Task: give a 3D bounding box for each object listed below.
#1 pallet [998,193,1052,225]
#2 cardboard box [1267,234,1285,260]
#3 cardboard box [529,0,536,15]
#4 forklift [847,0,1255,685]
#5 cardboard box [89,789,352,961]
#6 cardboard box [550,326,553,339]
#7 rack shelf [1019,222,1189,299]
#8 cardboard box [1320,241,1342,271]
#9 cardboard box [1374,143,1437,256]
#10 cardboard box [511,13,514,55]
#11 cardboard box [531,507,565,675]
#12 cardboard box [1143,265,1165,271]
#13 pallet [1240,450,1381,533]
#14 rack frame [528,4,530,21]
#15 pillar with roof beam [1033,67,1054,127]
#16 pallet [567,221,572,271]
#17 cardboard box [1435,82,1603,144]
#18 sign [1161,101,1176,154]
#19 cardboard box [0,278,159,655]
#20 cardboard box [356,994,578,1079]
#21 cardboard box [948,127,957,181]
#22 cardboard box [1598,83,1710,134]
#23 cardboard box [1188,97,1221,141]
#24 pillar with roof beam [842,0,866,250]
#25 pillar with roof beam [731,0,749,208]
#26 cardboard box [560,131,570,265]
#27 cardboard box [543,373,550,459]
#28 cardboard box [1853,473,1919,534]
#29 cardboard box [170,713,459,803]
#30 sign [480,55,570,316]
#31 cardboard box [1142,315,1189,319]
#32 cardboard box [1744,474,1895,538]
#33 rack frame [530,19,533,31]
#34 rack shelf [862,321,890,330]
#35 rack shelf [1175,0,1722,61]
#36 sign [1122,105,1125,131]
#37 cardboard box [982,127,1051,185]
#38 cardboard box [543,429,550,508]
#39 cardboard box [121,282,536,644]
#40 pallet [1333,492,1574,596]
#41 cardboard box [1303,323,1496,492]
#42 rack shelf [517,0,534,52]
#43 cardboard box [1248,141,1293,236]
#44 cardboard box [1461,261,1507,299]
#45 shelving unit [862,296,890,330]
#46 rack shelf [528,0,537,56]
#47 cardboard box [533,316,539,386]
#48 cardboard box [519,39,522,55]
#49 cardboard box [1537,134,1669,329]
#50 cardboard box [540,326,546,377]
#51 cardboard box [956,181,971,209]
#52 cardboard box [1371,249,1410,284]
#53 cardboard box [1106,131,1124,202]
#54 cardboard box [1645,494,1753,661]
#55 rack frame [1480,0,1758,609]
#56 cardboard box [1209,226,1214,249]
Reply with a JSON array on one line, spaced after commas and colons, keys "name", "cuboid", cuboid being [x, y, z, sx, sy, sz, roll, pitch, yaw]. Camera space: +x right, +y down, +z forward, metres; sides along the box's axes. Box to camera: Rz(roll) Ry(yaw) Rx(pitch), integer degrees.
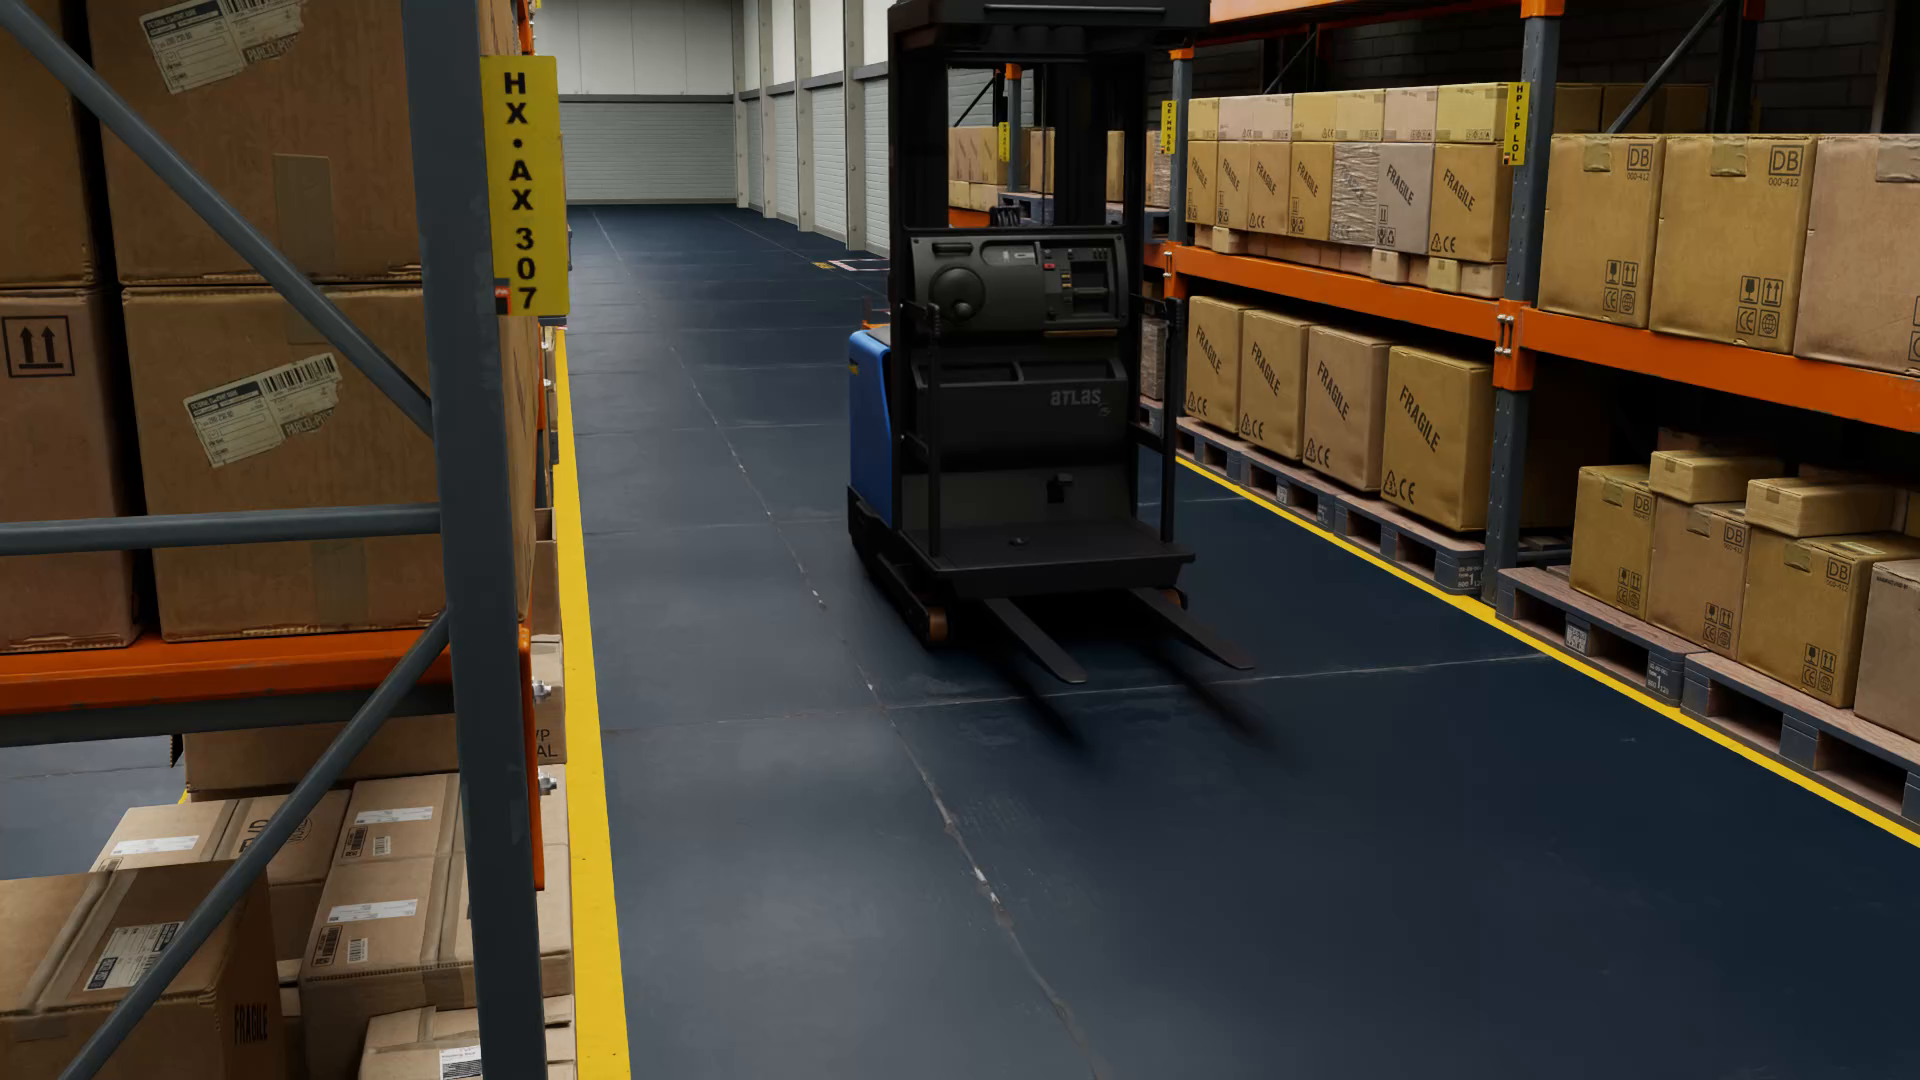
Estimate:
[{"name": "pallet", "cuboid": [0.948, -2.767, 13.838, 1.003, 0.211, 1.213, -3, 14, -13]}, {"name": "cardboard box", "cuboid": [1.981, -1.686, 9.494, 0.380, 0.149, 0.250, -3, 14, -12]}, {"name": "cardboard box", "cuboid": [-4.186, -4.997, 15.249, 0.500, 0.311, 0.500, -2, 14, -7]}, {"name": "forklift", "cuboid": [0.309, -1.098, 6.747, 1.130, 2.935, 3.031, -4, 14, -14]}, {"name": "cardboard box", "cuboid": [-1.647, 0.790, 3.740, 0.500, 0.250, 0.500, -3, 14, -13]}, {"name": "cardboard box", "cuboid": [-3.052, -1.361, 11.407, 0.500, 0.311, 0.500, -4, 14, -15]}, {"name": "rack shelf", "cuboid": [1.380, -2.234, 12.767, 1.077, 0.370, 4.000, -3, 14, -13]}, {"name": "cardboard box", "cuboid": [2.127, -1.507, 8.761, 0.380, 0.149, 0.250, -3, 14, -11]}, {"name": "cardboard box", "cuboid": [2.306, -1.612, 7.824, 0.500, 0.500, 0.500, -3, 14, -13]}, {"name": "cardboard box", "cuboid": [-1.297, -1.004, 3.898, 0.500, 0.500, 0.500, -3, 14, -14]}, {"name": "cardboard box", "cuboid": [-1.616, 0.194, 5.653, 0.500, 0.500, 0.500, -3, 14, -13]}, {"name": "cardboard box", "cuboid": [1.332, -2.018, 13.128, 0.500, 0.250, 0.500, -4, 14, -15]}, {"name": "pallet", "cuboid": [2.244, -0.300, 9.212, 1.003, 0.211, 1.213, -3, 14, -13]}, {"name": "rack frame", "cuboid": [-3.904, -2.768, 13.436, 1.000, 3.000, 0.127, -3, 14, -13]}, {"name": "pillar with roof beam", "cuboid": [-3.209, -6.529, 16.189, 9.100, 9.000, 0.400, -3, 14, -13]}, {"name": "pallet", "cuboid": [-2.738, -1.599, 9.058, 1.213, 0.211, 1.003, -3, 14, -13]}, {"name": "cardboard box", "cuboid": [2.430, -1.860, 7.260, 0.500, 0.250, 0.500, -3, 14, -12]}, {"name": "sign", "cuboid": [1.324, -2.614, 10.532, 0.100, 0.325, 0.005, -3, 14, -13]}, {"name": "cardboard box", "cuboid": [-1.456, -0.136, 2.454, 0.500, 0.500, 0.500, -3, 14, -11]}, {"name": "cardboard box", "cuboid": [-0.909, 0.990, 3.099, 0.380, 0.166, 0.250, -3, 14, -13]}, {"name": "cardboard box", "cuboid": [0.145, -3.789, 16.311, 0.500, 0.500, 0.500, -3, 14, -11]}, {"name": "cardboard box", "cuboid": [2.934, -1.887, 7.371, 0.500, 0.250, 0.500, -3, 14, -11]}, {"name": "cardboard box", "cuboid": [1.712, -2.563, 10.139, 0.500, 0.250, 0.500, -3, 14, -12]}, {"name": "pillar with roof beam", "cuboid": [-6.027, -9.297, 27.520, 9.100, 9.000, 0.400, -3, 14, -13]}, {"name": "pillar with roof beam", "cuboid": [-10.255, -13.449, 44.517, 9.100, 9.000, 0.400, -3, 14, -13]}, {"name": "cardboard box", "cuboid": [-1.919, -1.297, 6.319, 0.700, 0.500, 0.500, -9, 16, -32]}, {"name": "cardboard box", "cuboid": [-2.517, -0.642, 9.074, 0.500, 0.500, 0.500, -3, 14, -11]}, {"name": "cardboard box", "cuboid": [3.270, -0.130, 5.654, 0.380, 0.149, 0.250, -3, 14, -13]}, {"name": "cardboard box", "cuboid": [-1.579, 0.510, 4.353, 0.797, 0.503, 0.637, -3, 14, -13]}, {"name": "sign", "cuboid": [-0.559, -0.450, 2.126, 0.100, 0.325, 0.005, -3, 14, -13]}, {"name": "cardboard box", "cuboid": [1.622, -1.410, 12.218, 0.700, 0.500, 0.500, -3, 14, -13]}, {"name": "cardboard box", "cuboid": [2.891, -0.116, 5.598, 0.380, 0.149, 0.250, -4, 14, -15]}, {"name": "rack frame", "cuboid": [-4.844, -6.605, 16.501, 1.000, 3.000, 0.127, -3, 14, -13]}, {"name": "rack shelf", "cuboid": [-0.169, -0.982, 8.845, 0.538, 0.278, 1.000, -4, 14, -14]}, {"name": "rack shelf", "cuboid": [2.319, -2.768, 8.633, 1.077, 0.370, 4.000, -3, 14, -13]}, {"name": "sign", "cuboid": [1.449, -3.639, 14.562, 0.100, 0.325, 0.005, -3, 14, -13]}, {"name": "cardboard box", "cuboid": [0.498, -3.438, 14.872, 0.500, 0.500, 0.500, -3, 14, -13]}, {"name": "cardboard box", "cuboid": [-2.148, -0.285, 7.613, 0.500, 0.500, 0.500, -3, 14, -13]}, {"name": "cardboard box", "cuboid": [-0.934, -0.165, 2.572, 0.500, 0.500, 0.500, -3, 14, -12]}, {"name": "pallet", "cuboid": [2.534, -0.018, 8.058, 1.003, 0.211, 1.213, -3, 14, -13]}, {"name": "cardboard box", "cuboid": [2.298, -0.707, 8.644, 0.750, 0.750, 0.750, -3, 14, -11]}, {"name": "rack shelf", "cuboid": [-2.495, -2.491, 7.500, 1.077, 0.370, 4.000, -3, 14, -13]}, {"name": "cardboard box", "cuboid": [1.944, -1.963, 9.261, 0.500, 0.500, 0.500, -3, 14, -13]}, {"name": "cardboard box", "cuboid": [2.434, -1.149, 7.298, 0.380, 0.149, 0.250, -3, 14, -13]}, {"name": "shelving unit", "cuboid": [-0.169, -0.698, 8.914, 0.538, 1.125, 1.048, -4, 14, -14]}, {"name": "rack shelf", "cuboid": [-3.435, -3.414, 11.277, 1.077, 0.370, 4.000, -3, 14, -13]}, {"name": "cardboard box", "cuboid": [-1.413, -0.633, 4.486, 0.500, 0.500, 0.500, -3, 14, -12]}, {"name": "cardboard box", "cuboid": [-1.655, -1.354, 5.333, 0.500, 0.500, 0.500, -3, 14, -13]}, {"name": "cardboard box", "cuboid": [2.900, -1.219, 6.464, 0.980, 0.700, 0.700, -3, 14, -12]}, {"name": "cardboard box", "cuboid": [-2.500, -0.993, 8.933, 0.500, 0.250, 0.500, -3, 14, -11]}, {"name": "cardboard box", "cuboid": [0.262, -3.305, 15.907, 0.500, 0.250, 0.500, -3, 14, -13]}, {"name": "cardboard box", "cuboid": [2.216, -1.326, 8.022, 0.380, 0.149, 0.250, -3, 14, -13]}, {"name": "cardboard box", "cuboid": [1.415, -2.778, 12.341, 0.700, 0.500, 0.500, -3, 14, -13]}, {"name": "cardboard box", "cuboid": [2.979, 0.105, 6.058, 0.700, 0.500, 0.500, -3, 14, -14]}, {"name": "rack frame", "cuboid": [2.789, -1.199, 7.016, 1.000, 3.000, 0.127, -3, 14, -13]}, {"name": "cardboard box", "cuboid": [1.752, -1.862, 10.216, 0.380, 0.149, 0.250, -3, 14, -12]}]
